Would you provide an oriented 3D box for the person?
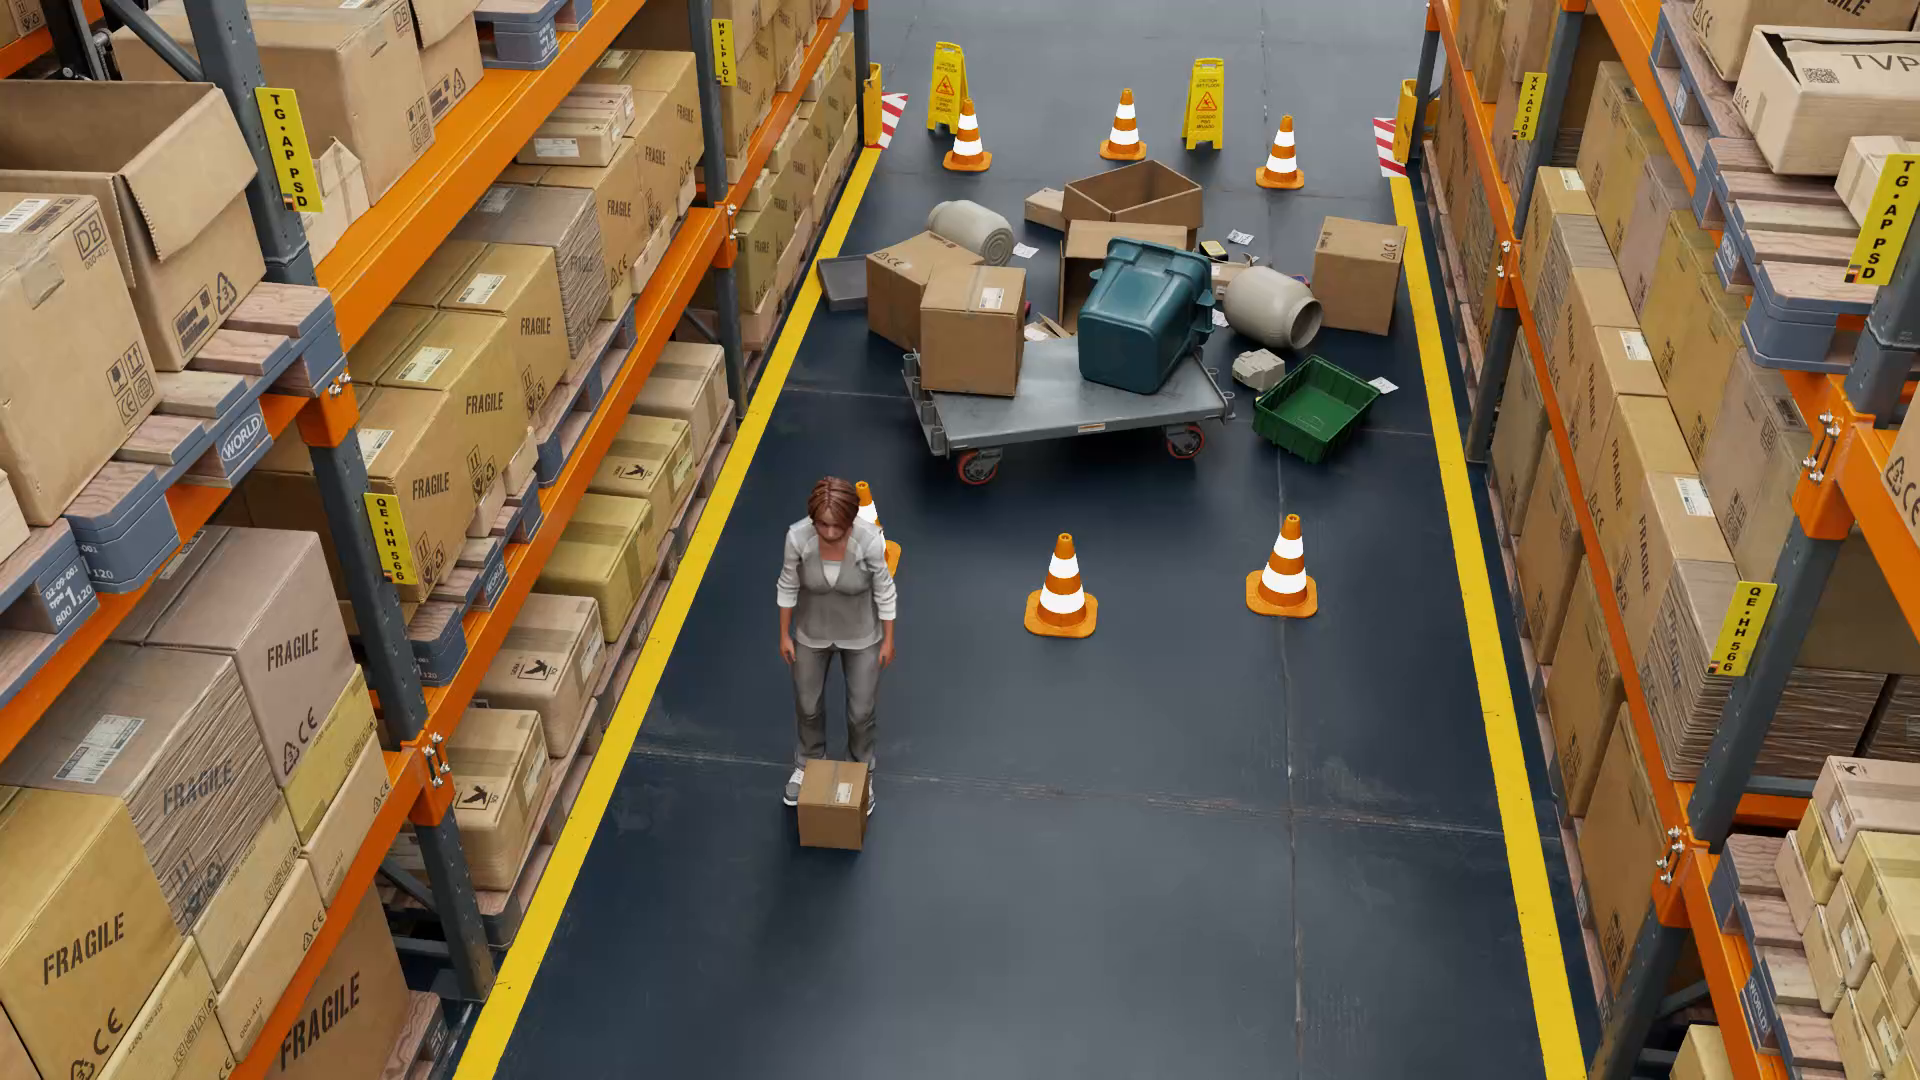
[{"bbox_3d":[-0.486,0.417,6.521,0.482,1.551,0.378,2,37,3],"label":"person"}]
